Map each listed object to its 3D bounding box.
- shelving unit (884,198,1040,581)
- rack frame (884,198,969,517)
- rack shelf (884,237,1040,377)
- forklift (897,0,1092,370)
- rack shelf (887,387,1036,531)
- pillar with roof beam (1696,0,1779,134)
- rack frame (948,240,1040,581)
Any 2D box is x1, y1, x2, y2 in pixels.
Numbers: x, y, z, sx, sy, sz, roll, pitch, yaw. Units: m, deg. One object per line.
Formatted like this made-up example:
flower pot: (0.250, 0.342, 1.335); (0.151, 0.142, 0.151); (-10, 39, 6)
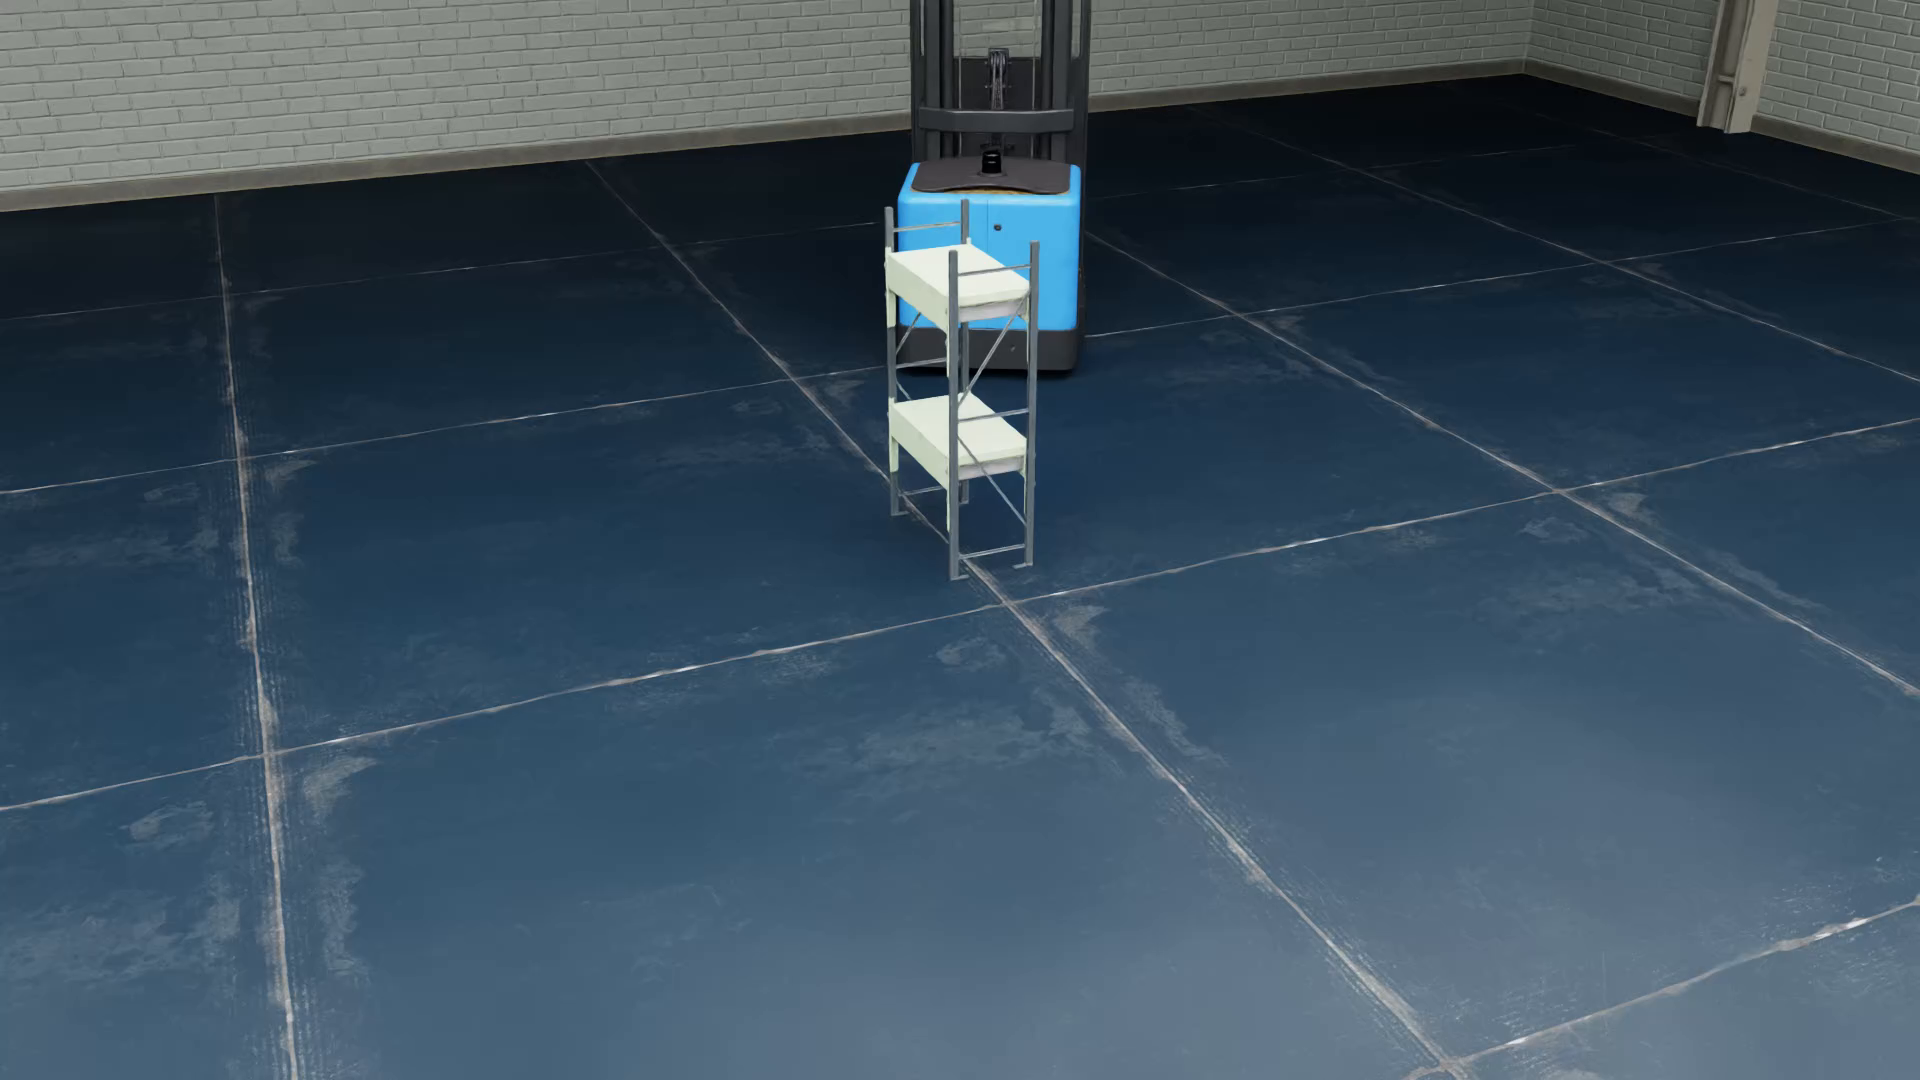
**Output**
shelving unit: (-0.003, -0.677, 7.426); (0.431, 1.500, 0.755); (-11, 28, -21)
rack frame: (-0.146, -0.824, 7.729); (0.400, 1.500, 0.023); (-11, 28, -21)
rack shelf: (-0.003, -1.027, 7.255); (0.431, 0.370, 0.720); (-11, 28, -21)
forklift: (0.261, -2.906, 10.361); (1.130, 2.935, 3.031); (2, 26, 4)
rack shelf: (-0.003, -0.384, 7.569); (0.431, 0.370, 0.720); (-11, 28, -21)
pillar with roof beam: (3.262, -7.199, 12.239); (9.100, 9.000, 0.400); (-11, 28, -21)
rack frame: (0.141, -0.529, 7.124); (0.400, 1.500, 0.023); (-11, 28, -21)
